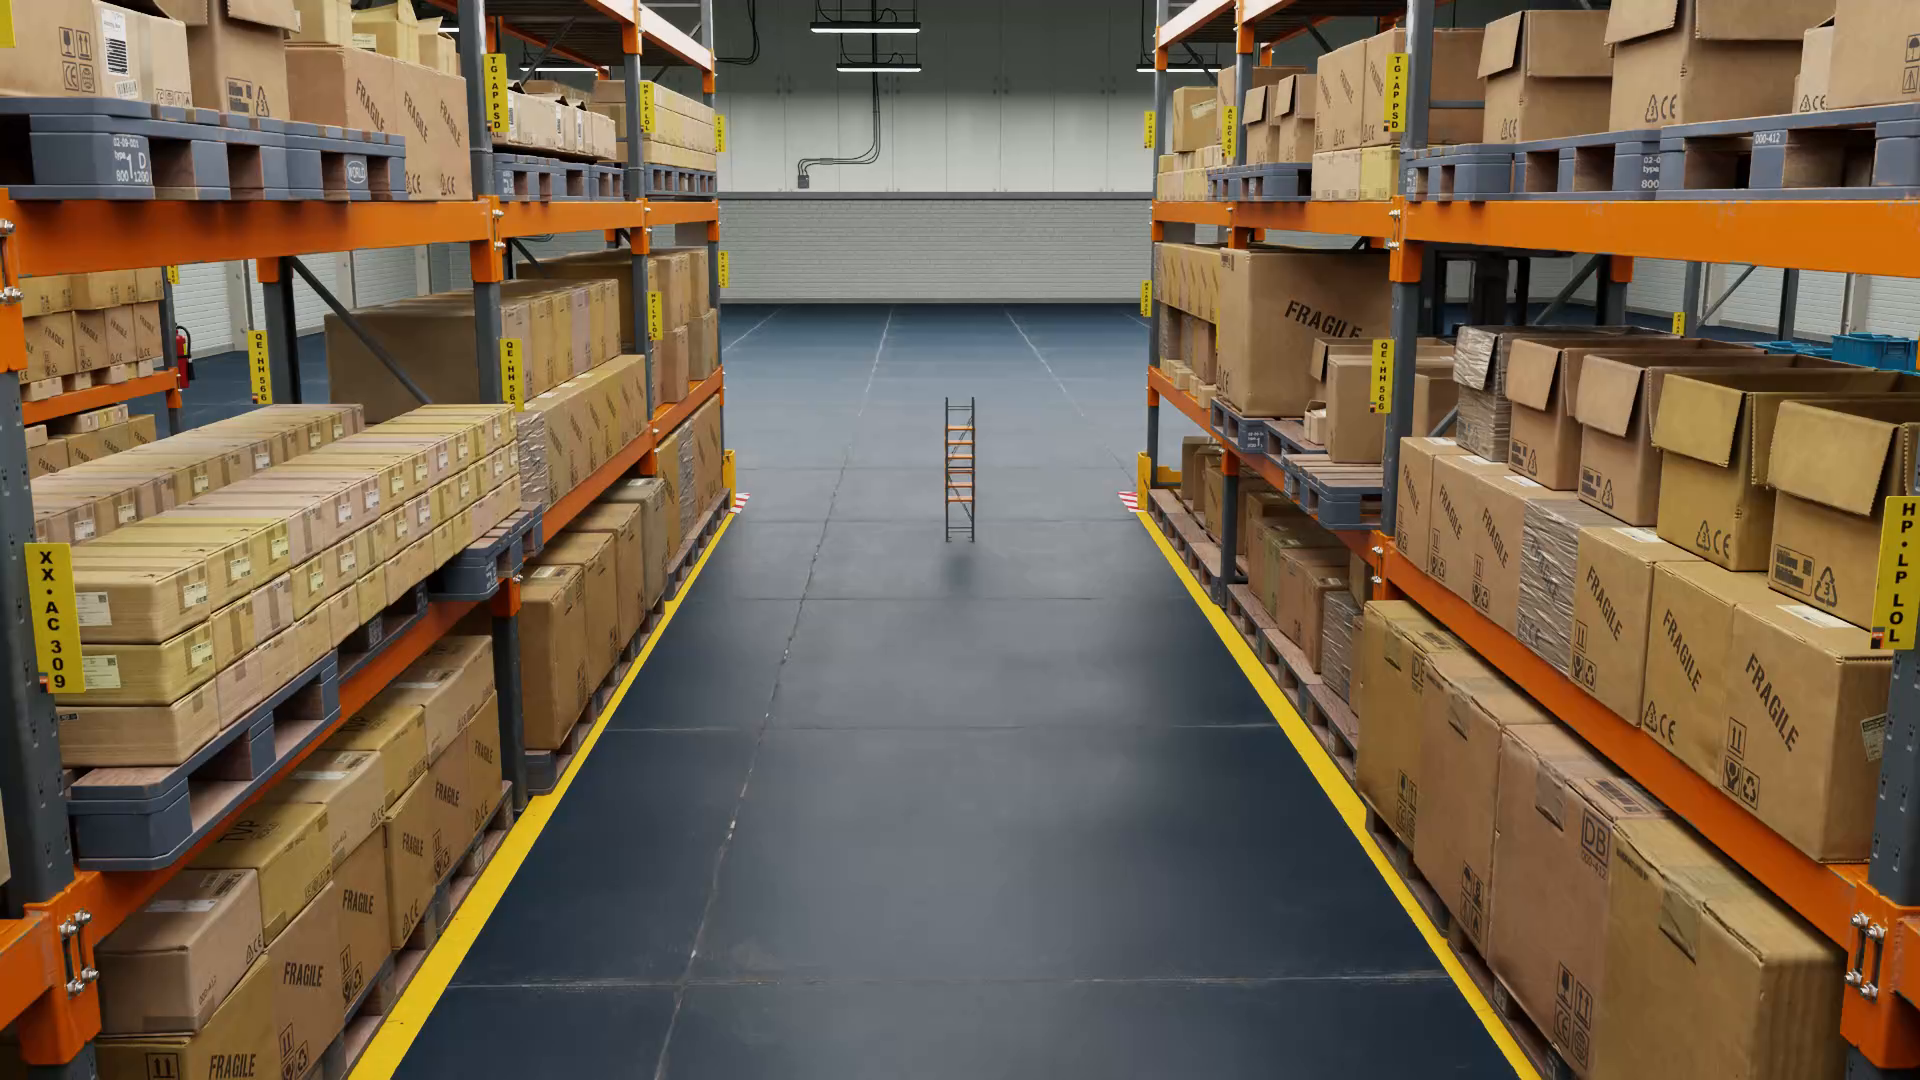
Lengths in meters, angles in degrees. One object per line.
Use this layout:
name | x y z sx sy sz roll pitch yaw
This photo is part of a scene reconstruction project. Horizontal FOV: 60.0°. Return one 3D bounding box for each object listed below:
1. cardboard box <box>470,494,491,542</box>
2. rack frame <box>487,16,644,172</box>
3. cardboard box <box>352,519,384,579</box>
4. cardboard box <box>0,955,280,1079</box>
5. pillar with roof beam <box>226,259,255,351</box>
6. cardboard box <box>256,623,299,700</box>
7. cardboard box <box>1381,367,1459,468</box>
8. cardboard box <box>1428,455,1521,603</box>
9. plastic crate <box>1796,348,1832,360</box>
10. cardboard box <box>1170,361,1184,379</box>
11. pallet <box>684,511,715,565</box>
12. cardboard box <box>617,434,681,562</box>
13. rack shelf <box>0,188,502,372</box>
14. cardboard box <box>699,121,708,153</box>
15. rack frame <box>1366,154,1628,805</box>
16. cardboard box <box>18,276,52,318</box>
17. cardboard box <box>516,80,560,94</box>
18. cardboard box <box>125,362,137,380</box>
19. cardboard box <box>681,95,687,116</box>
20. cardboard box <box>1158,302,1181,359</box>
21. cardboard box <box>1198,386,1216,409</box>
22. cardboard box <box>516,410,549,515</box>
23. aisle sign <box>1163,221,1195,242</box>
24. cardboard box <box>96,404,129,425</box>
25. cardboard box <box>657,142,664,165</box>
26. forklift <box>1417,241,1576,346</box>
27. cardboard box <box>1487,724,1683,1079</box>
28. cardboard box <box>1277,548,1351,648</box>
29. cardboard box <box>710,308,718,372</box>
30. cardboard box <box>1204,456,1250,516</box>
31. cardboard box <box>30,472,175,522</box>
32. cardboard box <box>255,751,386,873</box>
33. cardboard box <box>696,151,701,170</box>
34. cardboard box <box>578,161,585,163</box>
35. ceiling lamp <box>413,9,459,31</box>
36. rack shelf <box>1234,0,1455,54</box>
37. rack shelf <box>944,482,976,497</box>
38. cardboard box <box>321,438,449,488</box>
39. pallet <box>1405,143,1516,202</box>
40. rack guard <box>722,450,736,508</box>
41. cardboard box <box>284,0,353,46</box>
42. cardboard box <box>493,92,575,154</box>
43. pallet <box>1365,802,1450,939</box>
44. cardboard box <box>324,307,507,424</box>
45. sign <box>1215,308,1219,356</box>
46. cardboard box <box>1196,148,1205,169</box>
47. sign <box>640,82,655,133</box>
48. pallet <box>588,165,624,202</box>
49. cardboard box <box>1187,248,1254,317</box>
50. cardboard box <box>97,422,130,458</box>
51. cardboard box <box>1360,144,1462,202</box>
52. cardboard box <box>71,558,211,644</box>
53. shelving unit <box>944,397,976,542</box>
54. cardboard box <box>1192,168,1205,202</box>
cardboard box | -2.064 -0.087 6.518 0.380 0.149 0.250 0 11 0
rack frame | -2.625 -3.936 10.827 1.000 3.000 0.127 0 11 -1
cardboard box | -2.040 0.025 5.219 0.380 0.149 0.250 0 11 -2
cardboard box | -2.210 1.466 4.521 0.500 0.500 0.500 0 11 1
pillar with roof beam | -9.572 -8.123 31.466 9.100 9.000 0.548 0 11 -1
cardboard box | -2.021 0.327 4.480 0.380 0.149 0.250 0 11 -1
cardboard box | 2.367 -0.563 7.982 0.500 0.500 0.500 -2 12 -8
cardboard box | 2.169 -0.050 6.509 0.500 0.500 0.500 -1 11 -3
plastic crate | 7.522 -1.511 14.339 0.499 0.251 0.408 0 11 -1
cardboard box | 2.023 -1.461 14.350 0.380 0.149 0.250 0 11 -1
pallet | -2.591 -0.024 13.646 1.003 0.211 1.213 0 11 -1
cardboard box | -2.568 -0.286 12.211 0.875 0.875 0.875 0 11 0
rack shelf | -2.501 -0.921 5.318 1.077 0.370 4.000 0 11 -1
cardboard box | -2.409 -3.393 14.014 0.500 0.250 0.500 0 11 -1
rack frame | 2.418 -0.201 7.506 1.000 3.000 0.127 0 11 -1
cardboard box | -7.336 -1.930 12.514 0.700 0.500 0.500 0 11 -2
cardboard box | -2.952 -3.060 11.371 0.380 0.149 0.250 0 11 -2
cardboard box | -7.333 -1.453 14.309 0.380 0.149 0.250 0 11 -2
cardboard box | -2.324 -3.365 12.873 0.380 0.149 0.250 0 11 -1
cardboard box | 2.237 -1.877 14.765 0.875 0.500 0.500 0 11 -1
cardboard box | 1.980 -1.063 12.389 0.380 0.149 0.250 0 11 -1
cardboard box | -2.282 -0.340 7.940 0.500 0.500 0.500 0 11 -1
aisle sign | 1.952 -3.076 15.140 0.394 0.787 0.004 0 11 -1
cardboard box | -7.303 -1.063 14.098 0.380 0.149 0.250 0 11 0
cardboard box | -2.300 -2.723 11.716 0.380 0.149 0.250 0 11 -1
forklift | 4.797 -1.684 14.986 1.130 2.935 3.031 -5 12 -22
cardboard box | 2.449 1.125 5.258 1.225 0.875 0.875 -1 11 -3
cardboard box | 2.330 0.342 10.012 0.700 0.500 0.500 -1 12 -6
cardboard box | -2.655 -1.791 14.965 0.875 0.550 0.550 0 11 -1
cardboard box | 2.290 -0.405 13.740 0.500 0.500 0.500 1 11 4
cardboard box | -2.690 -0.118 5.175 0.380 0.149 0.250 -1 11 -4
cardboard box | -2.231 0.891 5.468 0.500 0.250 0.500 0 11 1
cardboard box | -2.341 -3.126 13.701 0.380 0.149 0.250 0 11 -2
cardboard box | -2.970 -2.821 12.200 0.380 0.149 0.250 0 11 -1
ceiling lamp | -9.107 -10.792 29.941 2.000 3.185 0.800 0 11 -1
rack shelf | 2.377 -2.990 8.980 1.077 0.370 4.000 0 11 -1
rack shelf | 0.000 -0.430 13.987 0.258 0.103 0.180 0 11 -1
cardboard box | -2.057 -0.276 5.957 0.380 0.149 0.250 0 11 -1
pallet | 2.485 -1.451 6.596 1.213 0.211 1.003 0 11 1
rack guard | -2.708 -0.571 15.615 1.175 0.500 0.348 0 11 -1
cardboard box | -2.227 -1.760 5.469 0.396 0.266 0.258 0 11 -1
cardboard box | -2.359 -2.228 8.871 0.500 0.311 0.500 0 11 -2
pallet | 2.359 1.323 7.009 1.003 0.211 1.213 0 11 -1
cardboard box | -2.542 -0.829 7.835 0.700 0.500 0.500 0 11 -1
sign | 1.793 -1.417 11.320 0.100 0.325 0.005 0 11 -1
cardboard box | 2.008 -2.913 12.706 0.380 0.149 0.250 0 11 2
sign | -2.083 -2.878 11.063 0.100 0.325 0.005 0 11 -1
pallet | -2.557 -2.190 10.247 0.805 0.209 1.217 -1 11 -3
cardboard box | 2.030 -1.968 12.701 0.500 0.500 0.500 0 11 -1
cardboard box | -7.363 -0.714 14.010 0.500 0.500 0.500 0 11 1
cardboard box | 2.163 -1.691 7.683 0.500 0.250 0.500 0 11 -1
cardboard box | -2.008 0.140 3.904 0.380 0.149 0.250 0 11 2
shelving unit | 0.000 -0.591 13.954 0.258 1.200 0.189 0 11 -1
cardboard box | 2.049 -2.687 12.594 0.500 0.250 0.500 0 11 -2
